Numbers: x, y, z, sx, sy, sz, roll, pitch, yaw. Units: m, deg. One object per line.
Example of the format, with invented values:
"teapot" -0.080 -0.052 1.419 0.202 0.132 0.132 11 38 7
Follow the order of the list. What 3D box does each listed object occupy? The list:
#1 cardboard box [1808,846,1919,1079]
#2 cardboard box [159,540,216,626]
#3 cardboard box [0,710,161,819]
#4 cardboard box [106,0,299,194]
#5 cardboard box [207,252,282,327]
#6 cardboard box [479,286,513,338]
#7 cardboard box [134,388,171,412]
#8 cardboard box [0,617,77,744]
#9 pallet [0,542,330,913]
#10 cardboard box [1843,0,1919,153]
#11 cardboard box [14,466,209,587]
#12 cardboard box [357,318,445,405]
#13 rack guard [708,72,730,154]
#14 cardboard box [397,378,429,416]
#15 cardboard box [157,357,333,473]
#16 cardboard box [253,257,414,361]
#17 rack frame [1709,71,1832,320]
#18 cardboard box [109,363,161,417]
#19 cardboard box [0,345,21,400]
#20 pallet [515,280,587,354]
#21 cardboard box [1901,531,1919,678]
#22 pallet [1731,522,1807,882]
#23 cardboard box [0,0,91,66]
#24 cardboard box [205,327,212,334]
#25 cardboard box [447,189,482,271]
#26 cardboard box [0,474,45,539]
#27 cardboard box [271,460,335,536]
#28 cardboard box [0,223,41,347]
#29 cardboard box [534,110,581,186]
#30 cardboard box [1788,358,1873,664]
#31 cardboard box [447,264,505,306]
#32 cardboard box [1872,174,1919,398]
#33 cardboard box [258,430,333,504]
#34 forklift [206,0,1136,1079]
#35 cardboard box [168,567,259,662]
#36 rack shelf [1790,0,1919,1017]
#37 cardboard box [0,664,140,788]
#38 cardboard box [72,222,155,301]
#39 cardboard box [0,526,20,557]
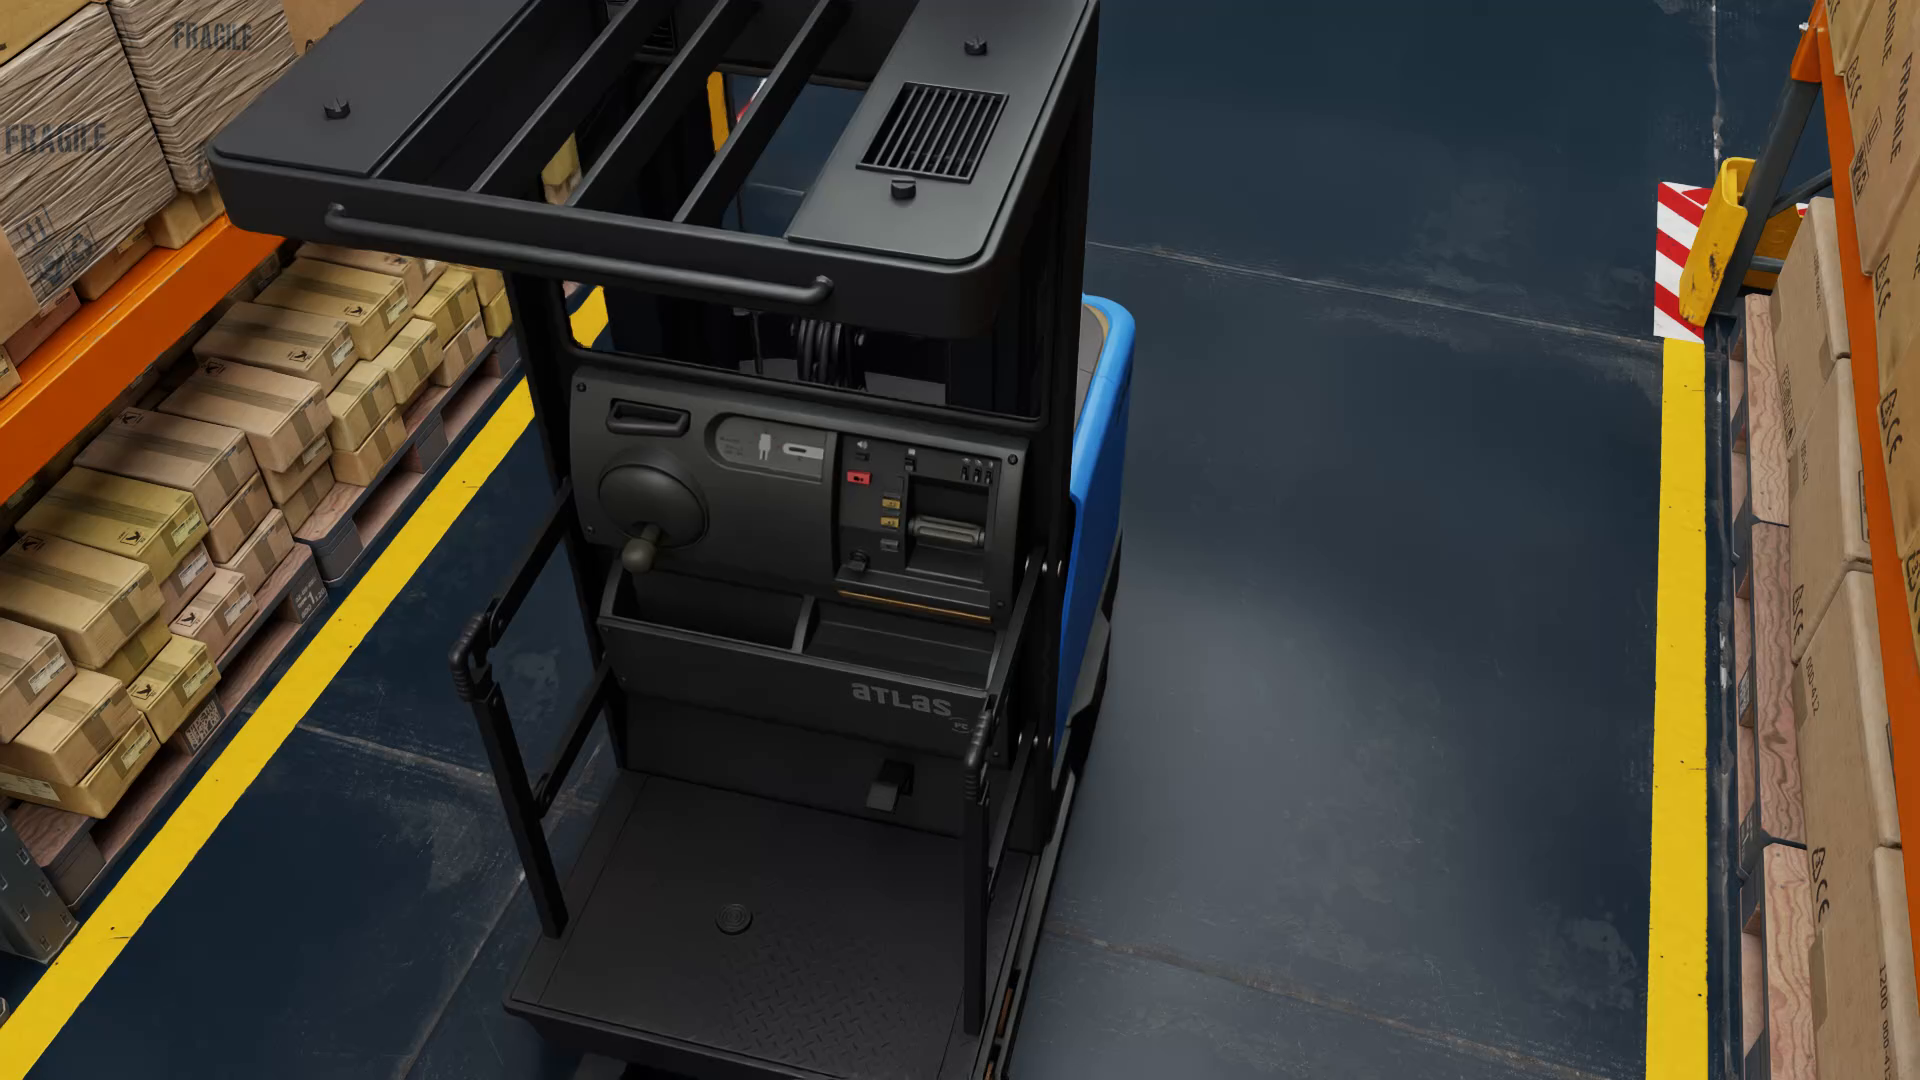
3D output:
"cardboard box" 2.304 1.199 3.412 0.875 0.438 0.875 12 46 12
"cardboard box" -2.292 0.079 4.550 0.380 0.149 0.250 12 46 12
"cardboard box" -2.321 0.542 4.289 0.380 0.149 0.250 11 45 11
"cardboard box" -2.017 -1.230 4.078 0.500 0.500 0.500 12 46 12
"cardboard box" -2.373 -0.815 5.251 0.380 0.149 0.250 13 46 13
"cardboard box" -1.710 -0.853 5.715 0.380 0.149 0.250 11 45 11
"cardboard box" -2.582 -0.352 4.991 0.380 0.149 0.250 14 46 13
"cardboard box" -2.435 0.319 4.093 0.380 0.149 0.250 14 46 14
"pallet" -2.567 0.390 4.701 1.003 0.211 1.213 13 46 13
"cardboard box" 2.677 -1.271 4.332 0.500 0.500 0.500 12 46 12
"cardboard box" -2.266 -0.032 4.450 0.380 0.149 0.250 12 46 12
"cardboard box" -1.866 -0.592 5.236 0.380 0.149 0.250 13 46 13
"rack guard" -1.549 -1.874 6.808 1.175 0.500 0.348 13 46 13
"cardboard box" -1.960 -0.522 5.377 0.380 0.149 0.250 14 46 14
"cardboard box" -2.054 -0.363 4.789 0.380 0.149 0.250 13 46 13
"cardboard box" -1.938 -0.718 5.151 0.380 0.149 0.250 13 46 13
"rack frame" 3.222 -1.837 4.983 1.000 3.000 0.127 13 46 13
"cardboard box" -2.622 -0.491 4.919 0.380 0.149 0.250 10 45 11
"cardboard box" -2.332 -0.370 3.663 0.380 0.149 0.250 14 46 14
"pallet" -1.828 -1.237 6.363 1.003 0.211 1.213 13 46 13
"cardboard box" 2.059 0.086 2.946 0.500 0.500 0.500 11 46 12
"pallet" 2.684 0.520 4.568 1.003 0.211 1.213 13 46 12
"cardboard box" -2.226 -1.249 3.383 0.500 0.500 0.500 11 45 11
"cardboard box" -2.360 -0.696 5.342 0.380 0.149 0.250 15 46 14
"cardboard box" -1.700 -1.051 5.492 0.380 0.149 0.250 14 46 14
"cardboard box" -2.769 -0.134 4.555 0.380 0.149 0.250 12 46 12
"cardboard box" -2.137 -0.178 5.026 0.380 0.149 0.250 11 45 11
"cardboard box" -2.347 -0.571 3.404 0.500 0.500 0.500 12 46 12
"cardboard box" -1.533 -1.401 5.849 0.380 0.149 0.250 12 46 12
"cardboard box" 2.849 0.001 4.635 0.875 0.438 0.875 14 46 14
"cardboard box" -1.714 -0.949 5.600 0.380 0.149 0.250 13 46 13
"cardboard box" 2.370 -0.598 3.645 0.500 0.500 0.500 14 46 14
"cardboard box" -2.102 -0.279 4.915 0.380 0.149 0.250 15 46 14
"forklift" -0.383 0.007 3.147 1.130 2.935 3.031 10 45 10
"cardboard box" -2.214 0.188 4.651 0.380 0.149 0.250 12 46 12
"rack shelf" 2.617 -0.247 3.872 1.077 0.370 4.000 13 46 13
"cardboard box" -2.322 0.437 4.184 0.380 0.149 0.250 14 46 14
"cardboard box" -2.213 -0.738 4.039 0.380 0.149 0.250 11 45 11
"cardboard box" -2.810 -0.032 4.663 0.380 0.149 0.250 11 45 11
